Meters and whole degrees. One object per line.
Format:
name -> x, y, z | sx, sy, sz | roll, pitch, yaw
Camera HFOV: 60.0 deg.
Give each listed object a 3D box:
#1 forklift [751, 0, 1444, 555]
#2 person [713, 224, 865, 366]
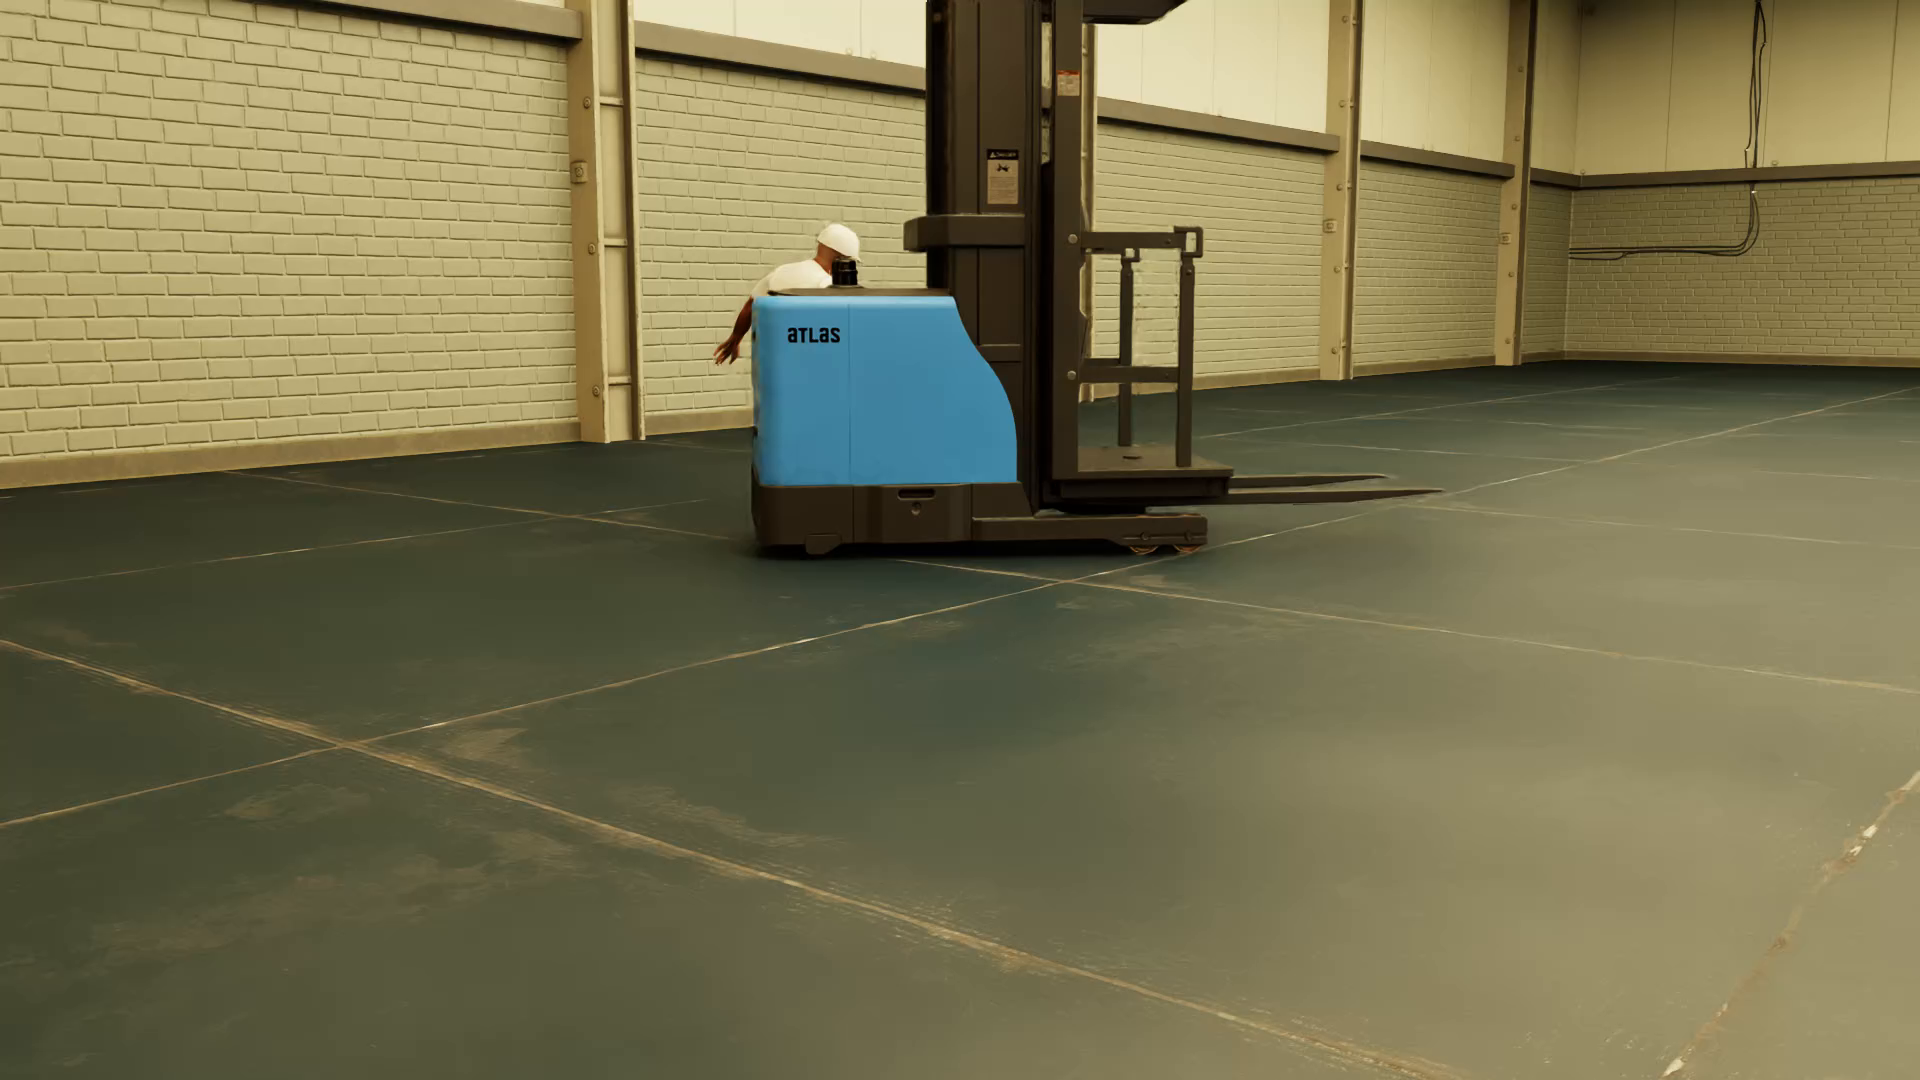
forklift -> 0.603, -1.465, 7.294 | 3.031, 2.935, 1.130 | -1, 8, -9
person -> -0.685, -0.922, 8.879 | 0.960, 1.487, 1.050 | -5, 10, -30
